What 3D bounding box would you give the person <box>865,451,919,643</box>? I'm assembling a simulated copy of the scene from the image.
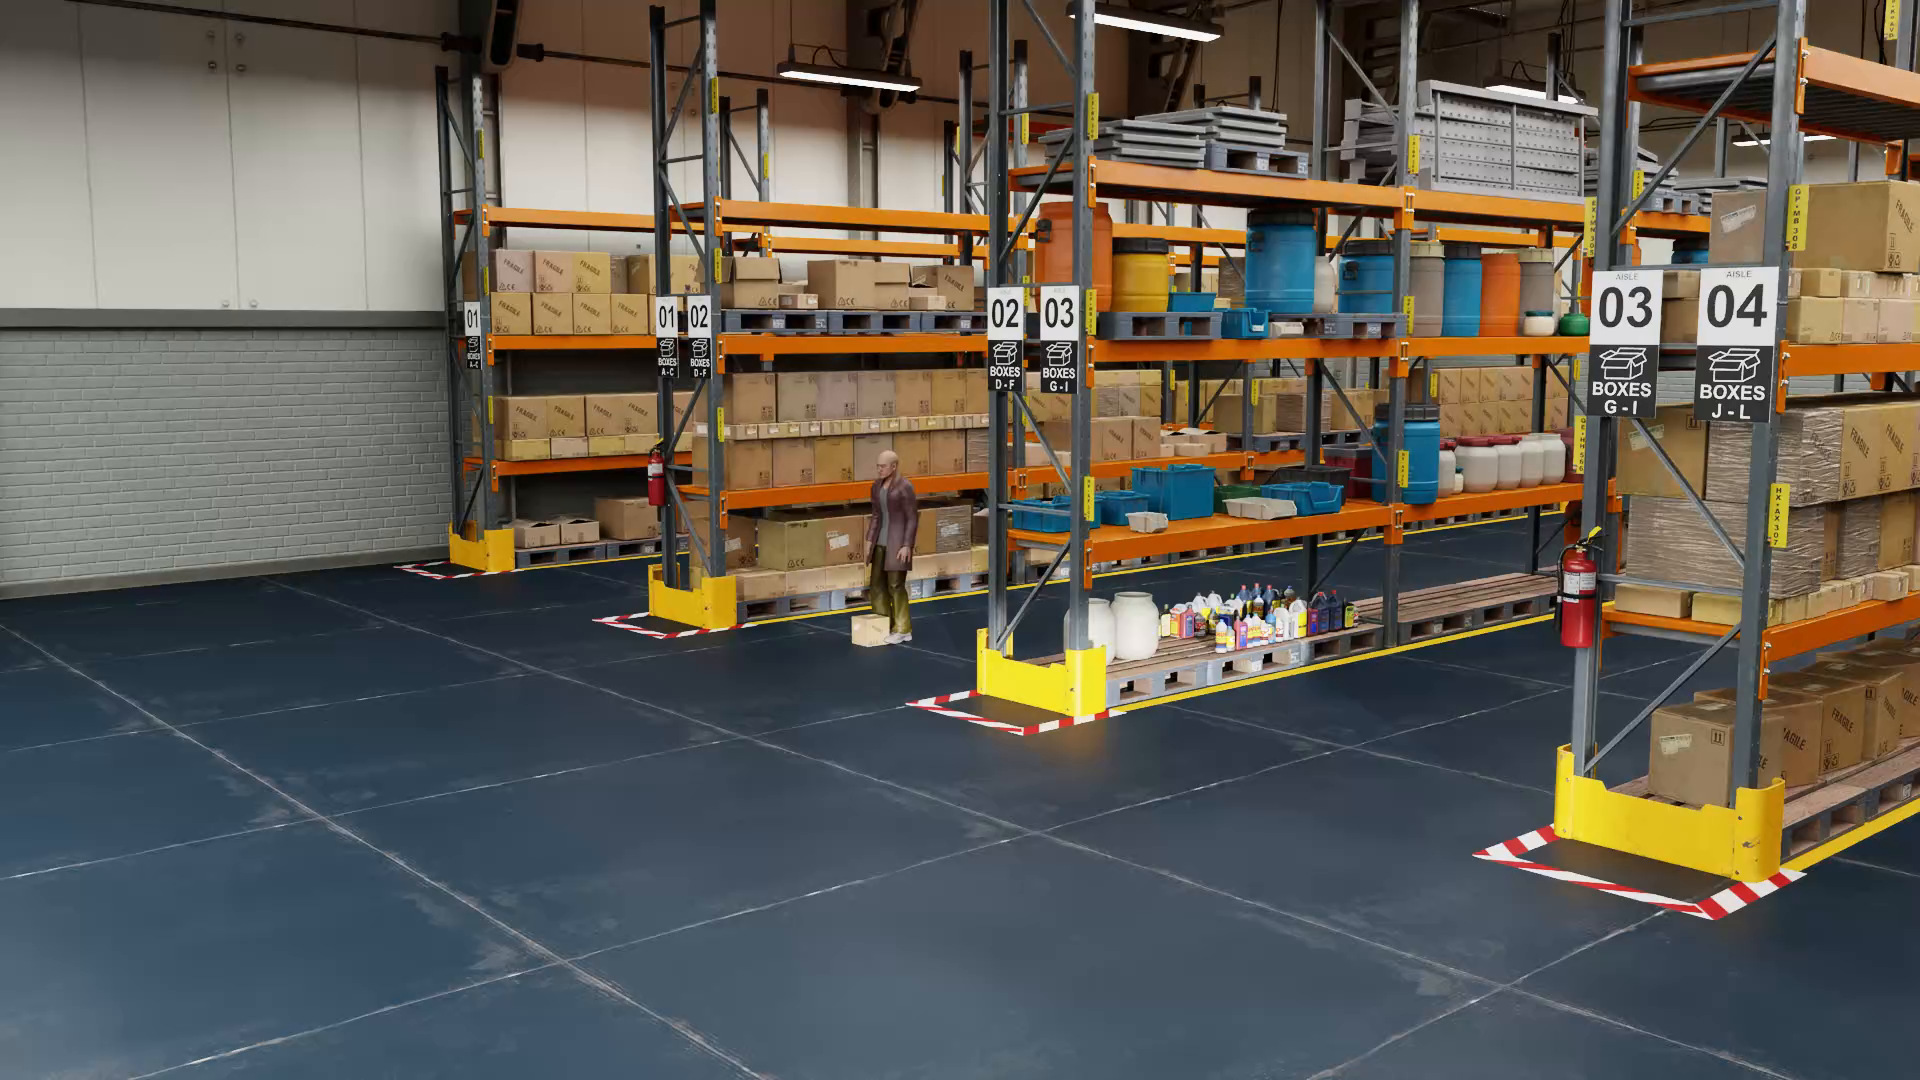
[{"bbox_3d":[-0.646,0.053,15.416,0.424,1.773,0.641,-7,10,-42],"label":"person"}]
